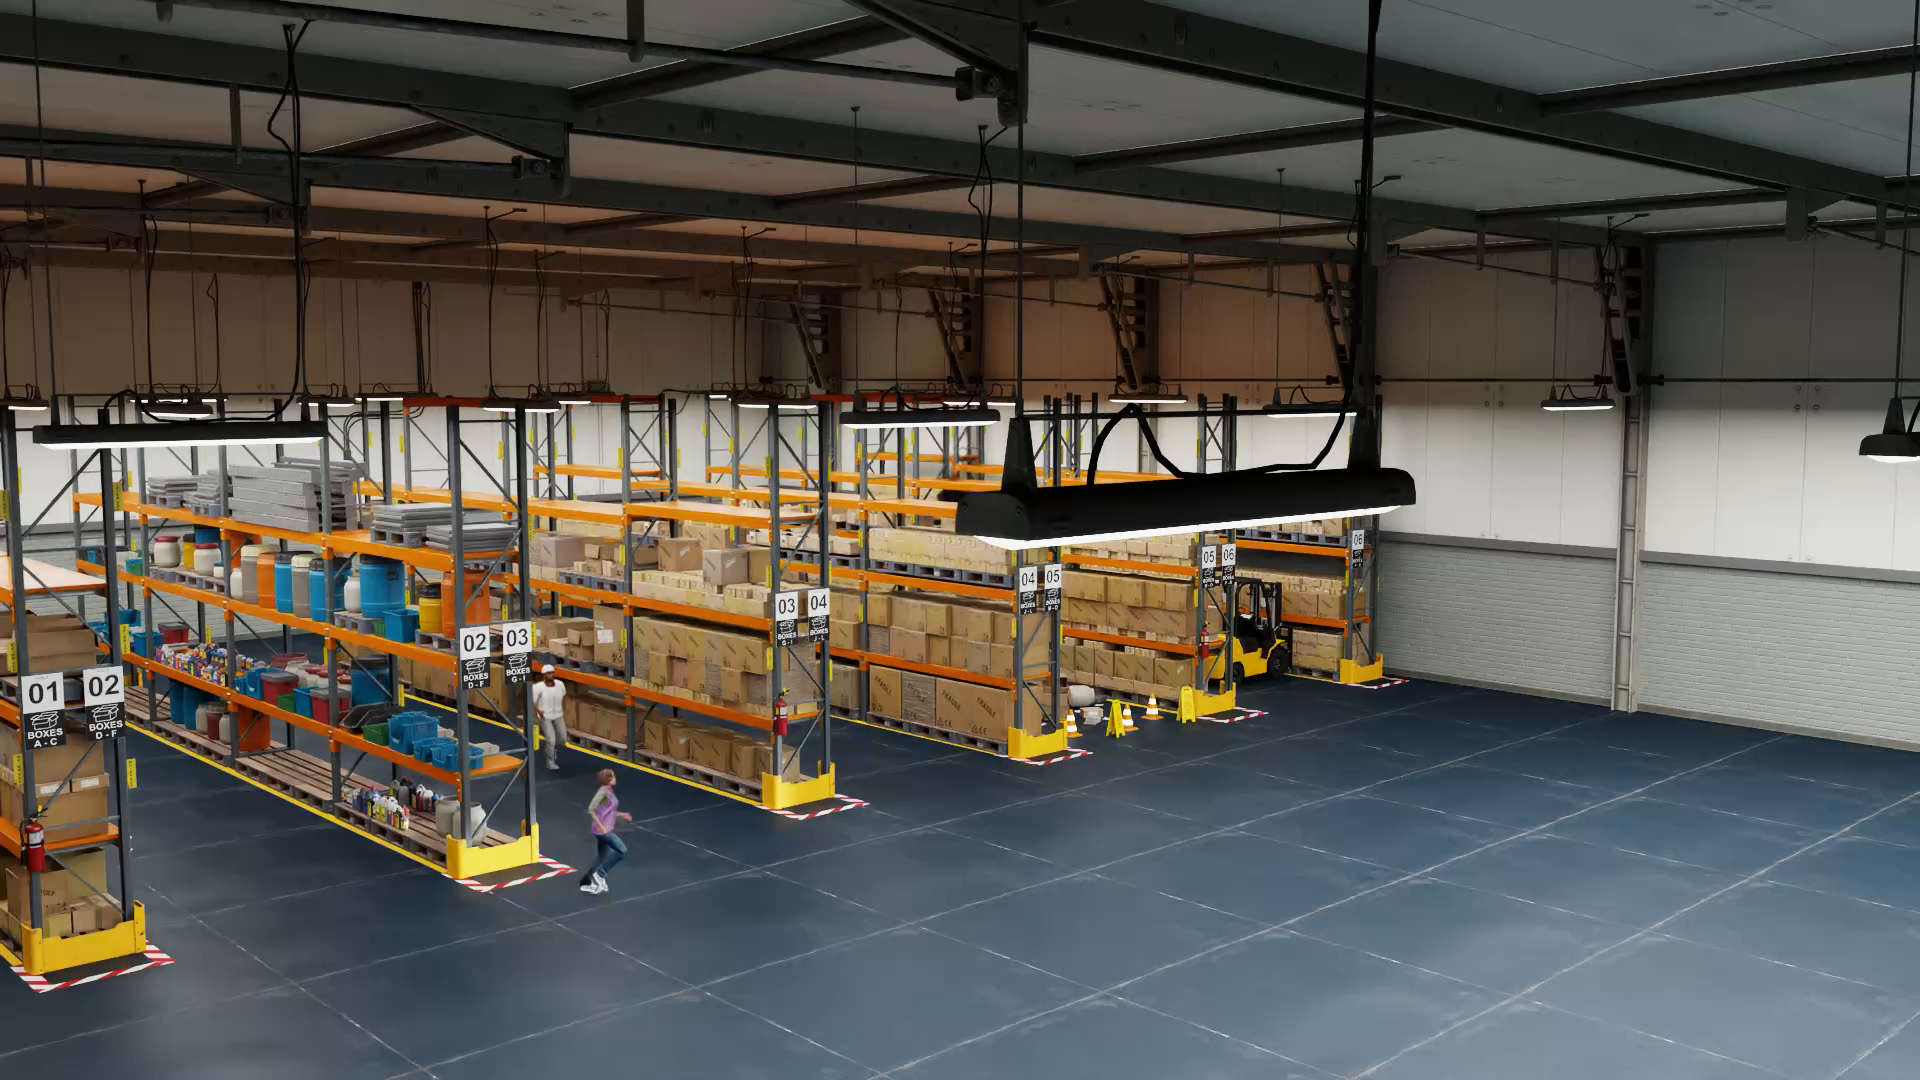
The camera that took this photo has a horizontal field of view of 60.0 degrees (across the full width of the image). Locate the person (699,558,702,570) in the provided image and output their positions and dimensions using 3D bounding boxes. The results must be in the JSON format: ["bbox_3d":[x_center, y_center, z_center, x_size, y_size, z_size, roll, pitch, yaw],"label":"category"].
[{"bbox_3d":[-6.782,1.221,44.355,0.727,1.698,0.785,-2,6,-16],"label":"person"}]

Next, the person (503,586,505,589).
[{"bbox_3d":[-10.449,1.862,38.002,0.612,1.661,0.666,-4,7,-38],"label":"person"}]

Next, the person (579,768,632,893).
[{"bbox_3d":[-4.366,3.576,20.459,0.658,1.550,0.475,-1,6,-9],"label":"person"}]

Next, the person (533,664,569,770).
[{"bbox_3d":[-6.641,2.867,26.959,0.679,1.719,0.575,-4,7,-38],"label":"person"}]
